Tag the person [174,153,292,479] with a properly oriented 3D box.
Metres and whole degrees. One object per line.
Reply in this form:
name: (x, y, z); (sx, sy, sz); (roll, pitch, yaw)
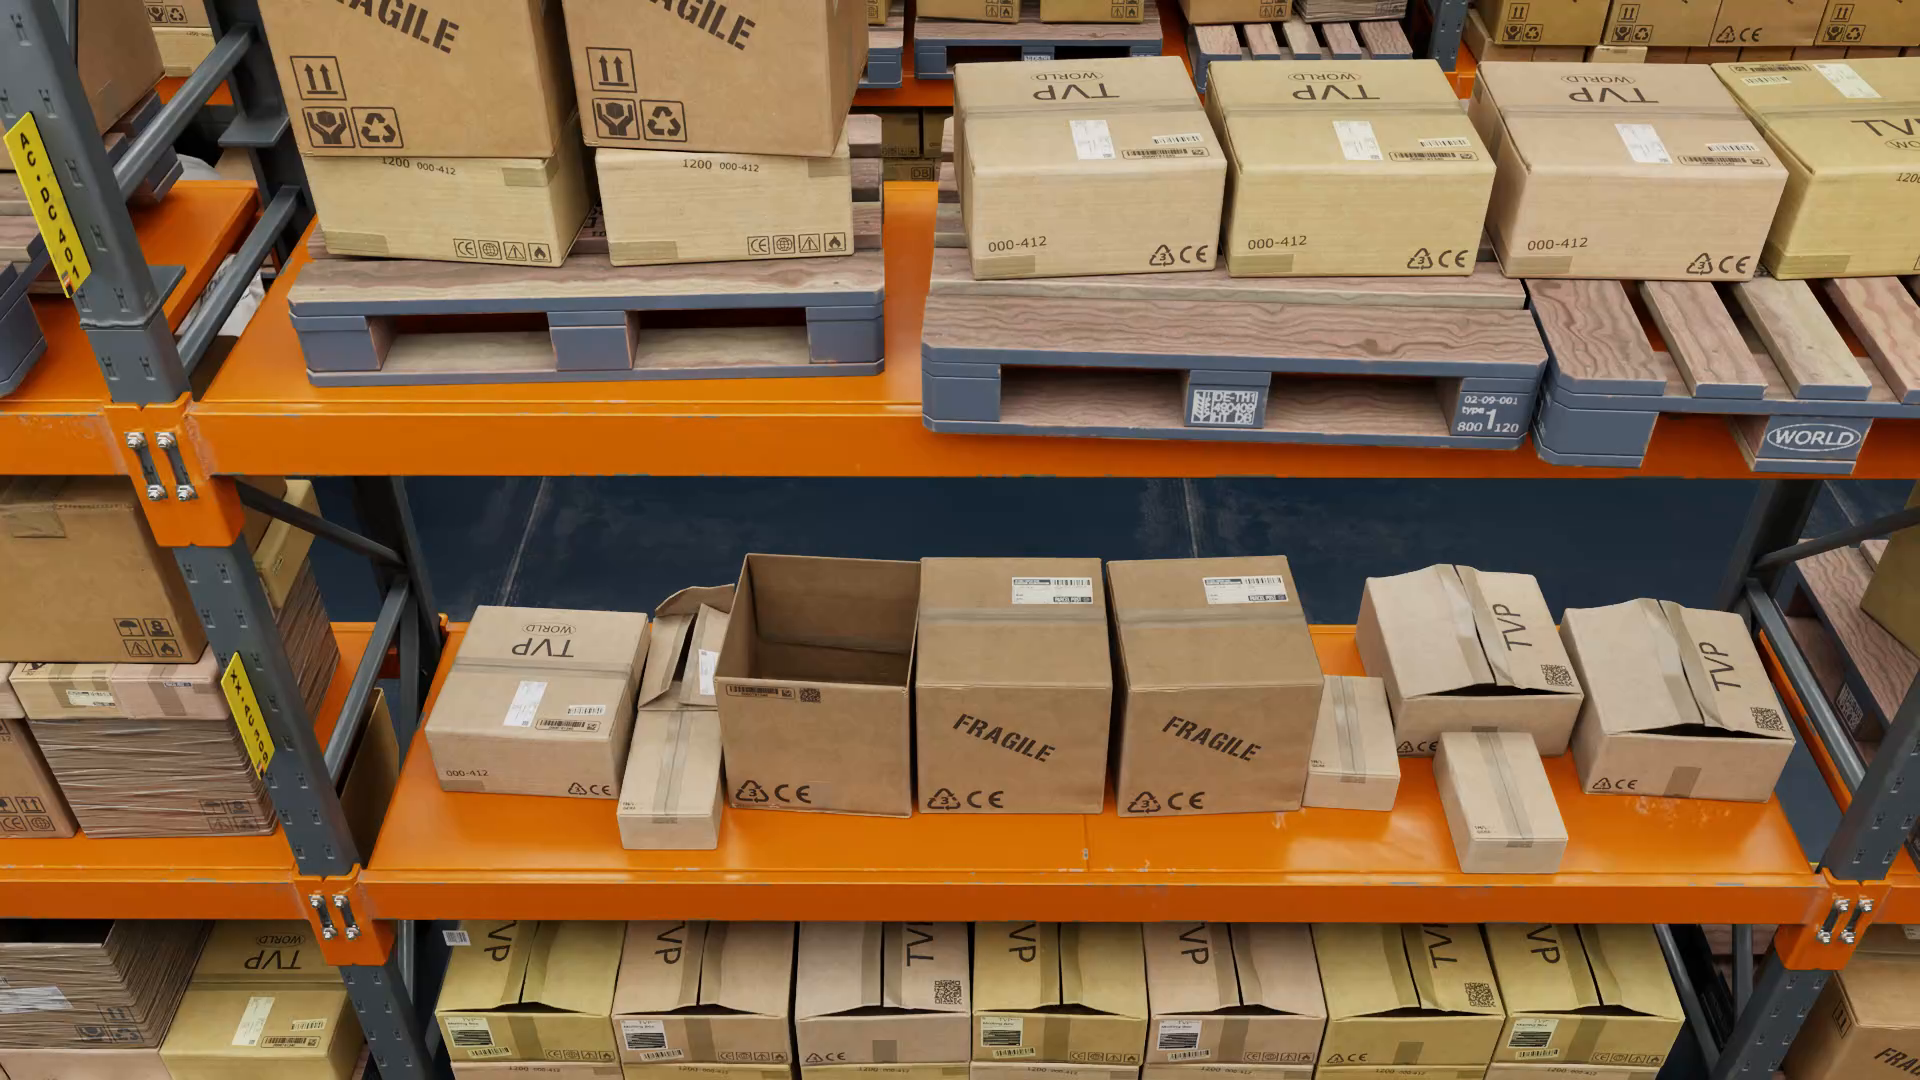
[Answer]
person: (-3.204, -0.881, 7.153); (0.448, 1.683, 0.501); (15, 42, 18)
